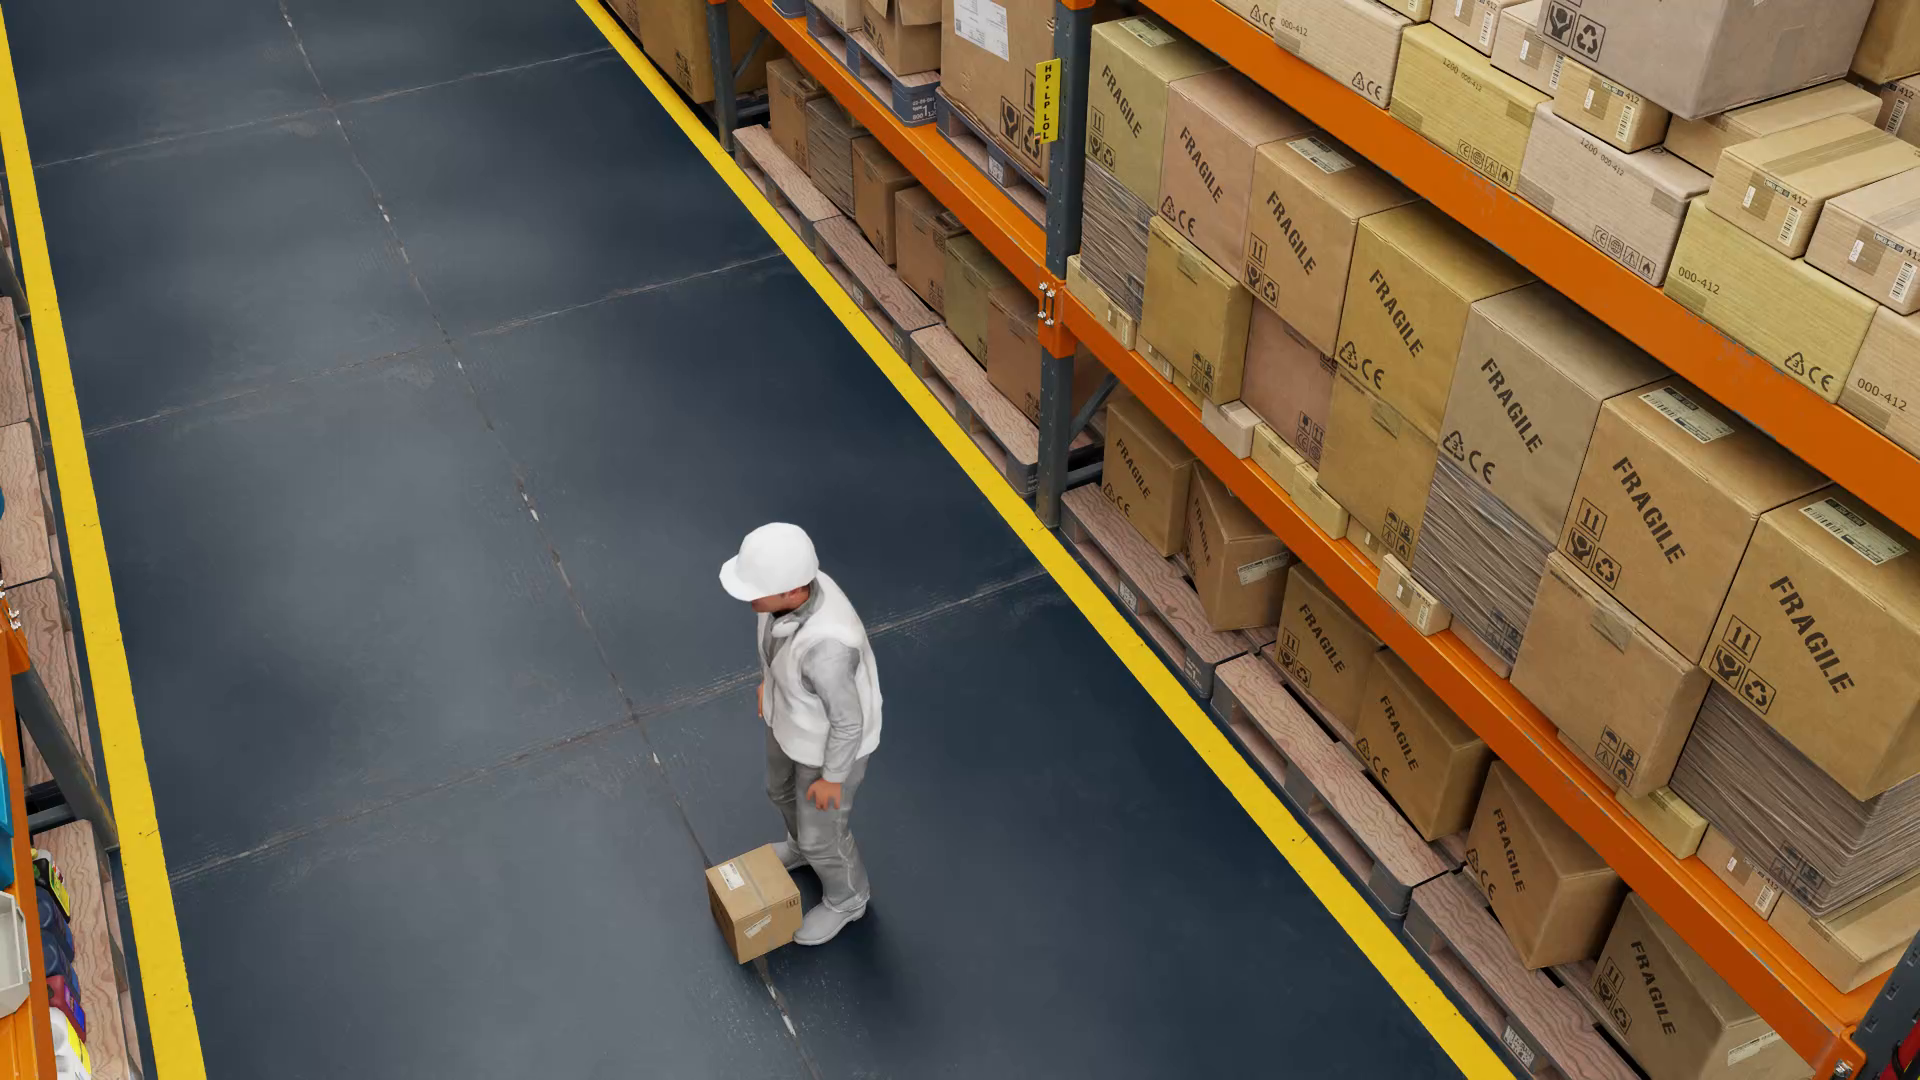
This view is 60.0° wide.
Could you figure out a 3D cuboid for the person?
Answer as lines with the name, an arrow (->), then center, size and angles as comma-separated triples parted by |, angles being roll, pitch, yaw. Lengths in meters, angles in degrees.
person -> -0.495, 0.612, 5.433 | 0.461, 1.771, 0.581 | -19, 44, -20
